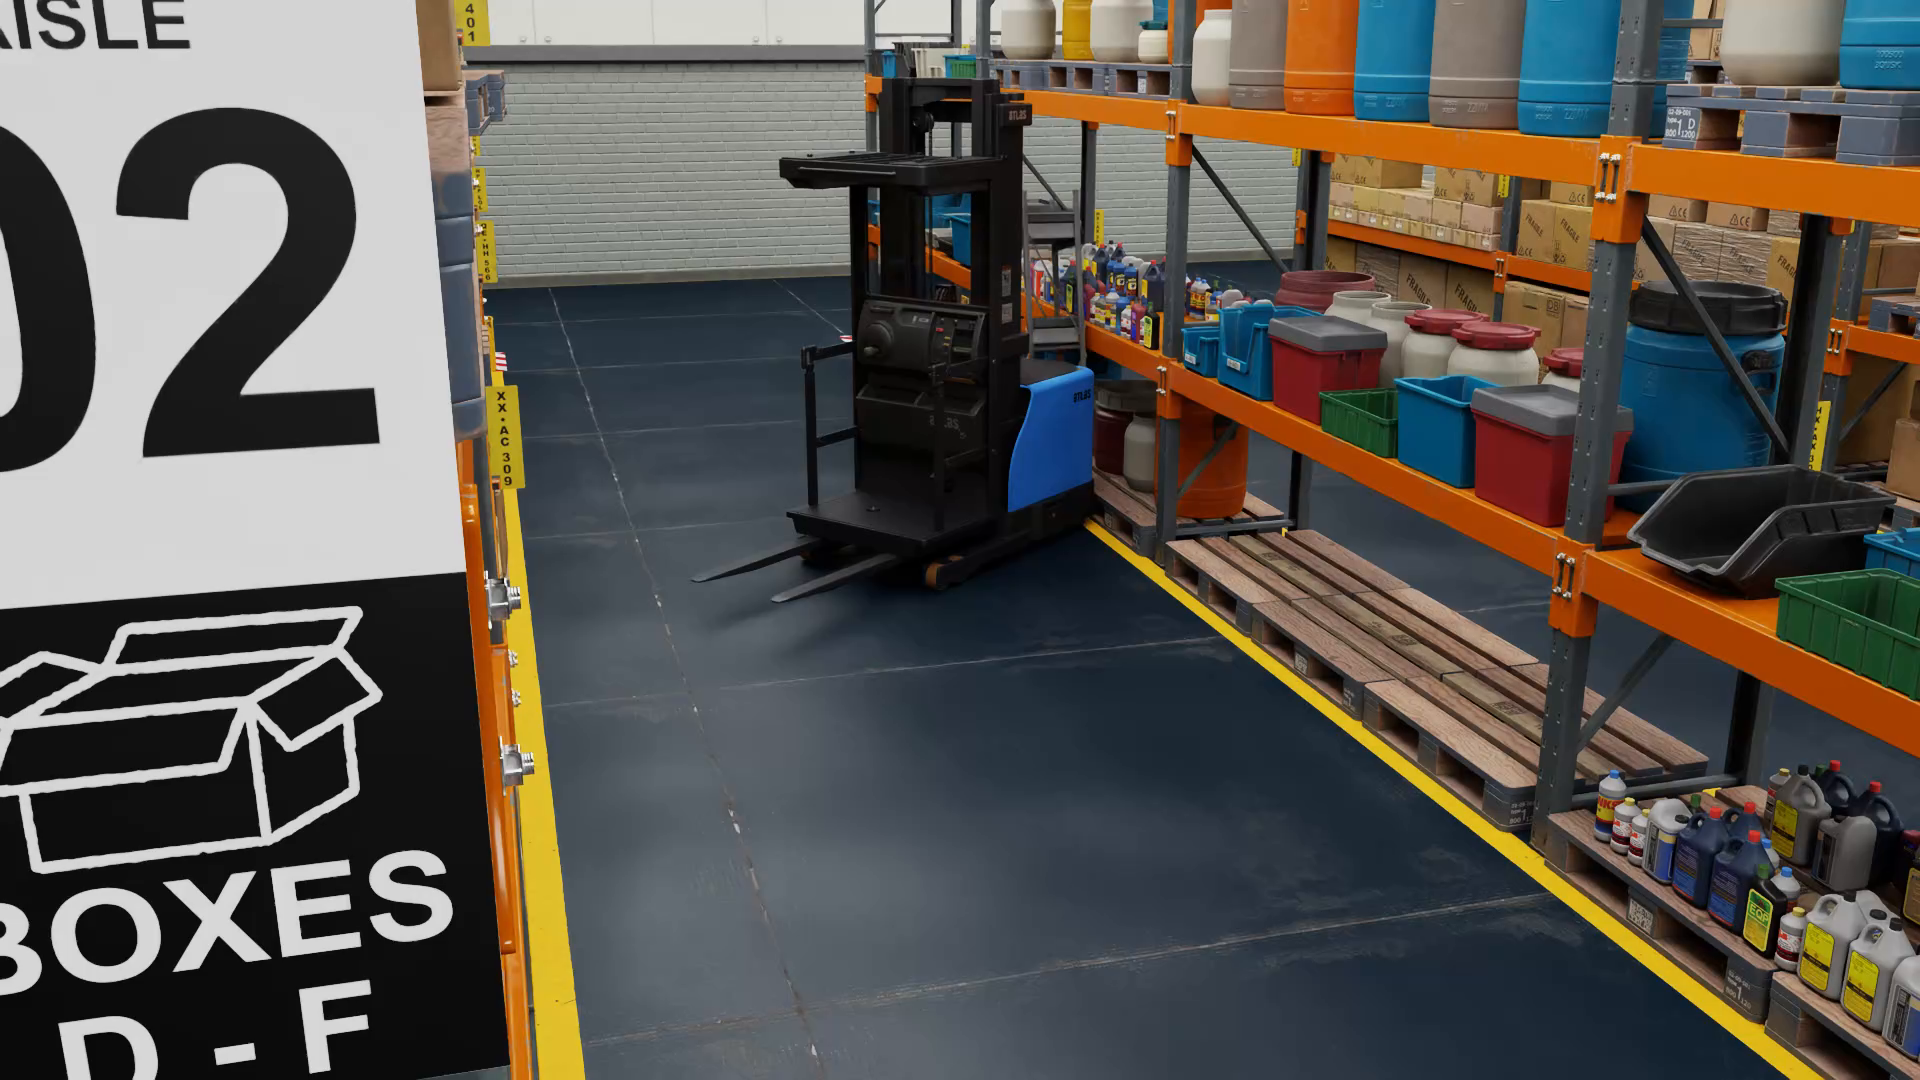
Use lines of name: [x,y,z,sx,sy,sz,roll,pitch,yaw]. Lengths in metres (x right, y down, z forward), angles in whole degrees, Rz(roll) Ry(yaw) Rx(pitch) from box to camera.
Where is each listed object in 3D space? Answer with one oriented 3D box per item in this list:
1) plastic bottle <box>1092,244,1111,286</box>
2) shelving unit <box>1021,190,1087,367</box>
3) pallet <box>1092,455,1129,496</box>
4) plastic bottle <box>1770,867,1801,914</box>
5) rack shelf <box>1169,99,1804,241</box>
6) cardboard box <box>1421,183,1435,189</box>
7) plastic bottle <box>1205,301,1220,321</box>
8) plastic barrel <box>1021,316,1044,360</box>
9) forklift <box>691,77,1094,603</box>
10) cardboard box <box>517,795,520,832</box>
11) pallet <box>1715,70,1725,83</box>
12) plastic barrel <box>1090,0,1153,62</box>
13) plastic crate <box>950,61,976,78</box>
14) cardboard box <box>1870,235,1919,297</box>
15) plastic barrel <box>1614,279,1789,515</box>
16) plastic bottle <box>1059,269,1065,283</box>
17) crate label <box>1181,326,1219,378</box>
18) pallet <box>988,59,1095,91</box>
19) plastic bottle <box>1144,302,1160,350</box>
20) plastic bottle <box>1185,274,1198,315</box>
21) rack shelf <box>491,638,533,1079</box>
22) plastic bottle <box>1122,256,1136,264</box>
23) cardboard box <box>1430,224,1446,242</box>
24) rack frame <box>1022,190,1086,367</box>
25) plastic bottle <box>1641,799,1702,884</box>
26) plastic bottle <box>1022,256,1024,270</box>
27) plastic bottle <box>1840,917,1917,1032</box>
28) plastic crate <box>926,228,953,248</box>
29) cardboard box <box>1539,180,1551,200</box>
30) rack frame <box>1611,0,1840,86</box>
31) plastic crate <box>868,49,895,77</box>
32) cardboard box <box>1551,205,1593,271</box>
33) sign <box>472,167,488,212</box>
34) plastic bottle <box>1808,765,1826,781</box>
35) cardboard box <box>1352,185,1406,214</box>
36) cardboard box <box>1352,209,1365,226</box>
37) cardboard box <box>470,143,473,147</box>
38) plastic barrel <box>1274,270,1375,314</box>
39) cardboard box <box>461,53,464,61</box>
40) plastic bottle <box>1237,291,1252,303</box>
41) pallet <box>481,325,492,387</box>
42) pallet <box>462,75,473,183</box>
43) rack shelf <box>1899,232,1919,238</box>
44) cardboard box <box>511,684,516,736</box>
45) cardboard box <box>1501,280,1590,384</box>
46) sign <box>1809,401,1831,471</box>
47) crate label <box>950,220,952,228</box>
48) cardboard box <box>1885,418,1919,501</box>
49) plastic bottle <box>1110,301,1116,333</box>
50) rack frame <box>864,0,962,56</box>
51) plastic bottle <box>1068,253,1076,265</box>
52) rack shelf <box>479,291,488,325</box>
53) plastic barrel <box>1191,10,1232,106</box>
plastic bottle: [1.102,-2.108,12.841,0.144,0.351,0.185,-5,17,-15]
shelving unit: [0.587,-1.310,11.439,0.431,2.100,0.503,-4,5,-16]
pallet: [1.133,-0.532,12.356,1.003,0.211,1.213,-5,17,-15]
plastic bottle: [2.772,1.233,5.613,0.097,0.271,0.097,0,17,0]
rack shelf: [2.271,-1.855,7.949,1.077,0.370,4.000,-5,17,-15]
cardboard box: [4.953,-3.597,17.456,0.500,0.250,0.500,-5,18,-17]
plastic bottle: [1.672,-1.479,11.007,0.097,0.201,0.097,0,17,0]
plastic barrel: [0.756,-1.467,13.538,0.600,0.901,0.708,-5,17,-15]
forklift: [-0.367,-1.259,10.048,1.130,2.935,3.031,12,20,34]
cardboard box: [-1.954,1.024,6.378,0.500,0.250,0.500,-4,17,-14]
pallet: [5.684,-3.909,13.870,0.805,0.209,1.217,-5,18,-17]
plastic barrel: [1.090,-3.497,11.200,0.433,0.535,0.433,0,17,0]
plastic crate: [0.216,-3.851,13.712,0.450,0.188,0.662,-5,17,-15]
cardboard box: [6.612,-1.911,11.927,0.500,0.500,0.500,-4,17,-14]
plastic barrel: [3.006,-0.580,6.799,0.600,0.901,0.708,-5,17,-15]
plastic bottle: [0.734,-1.821,12.024,0.097,0.271,0.097,0,17,0]
crate label: [1.477,-1.090,9.656,0.303,0.233,0.416,-5,17,-15]
pallet: [0.932,-3.559,12.702,1.213,0.211,1.003,-5,17,-15]
plastic bottle: [1.200,-1.338,10.396,0.061,0.283,0.133,-5,17,-15]
plastic bottle: [1.640,-1.728,11.695,0.061,0.283,0.133,-5,17,-15]
rack shelf: [-1.393,1.079,3.397,1.077,0.370,4.000,-5,17,-15]
plastic bottle: [1.281,-2.039,12.741,0.152,0.276,0.135,-5,17,-15]
cardboard box: [4.774,-2.965,16.047,0.380,0.149,0.250,-4,17,-14]
rack frame: [0.654,-1.293,11.205,0.400,2.100,0.015,-4,5,-16]
plastic bottle: [2.602,1.094,6.064,0.152,0.276,0.135,-4,17,-13]
plastic bottle: [0.490,-2.067,12.843,0.097,0.271,0.097,0,17,0]
plastic bottle: [2.864,1.326,5.164,0.144,0.351,0.185,-4,17,-13]
plastic crate: [-0.145,-2.783,15.356,0.293,0.136,0.466,-5,17,-15]
cardboard box: [5.499,-3.396,15.485,0.500,0.500,0.500,-5,17,-15]
rack frame: [2.821,-3.083,5.572,1.000,3.000,0.127,-5,17,-15]
plastic crate: [-0.639,-4.774,16.645,0.497,0.269,0.590,-5,17,-15]
cardboard box: [5.410,-2.576,14.139,0.500,0.500,0.500,-5,17,-15]
sign: [-3.608,-2.631,12.485,0.100,0.325,0.005,-5,17,-15]
plastic bottle: [3.271,0.988,6.407,0.061,0.283,0.133,-4,17,-12]
cardboard box: [4.442,-3.554,17.314,0.500,0.250,0.500,-5,18,-17]
cardboard box: [4.350,-3.392,17.466,0.380,0.149,0.250,-5,17,-16]
cardboard box: [-4.426,-3.139,14.275,0.500,0.500,0.500,-4,17,-14]
plastic barrel: [2.141,-1.277,9.752,0.600,0.536,0.708,-5,17,-15]
cardboard box: [-4.569,-4.105,14.451,0.500,0.250,0.500,-5,17,-15]
plastic bottle: [1.867,-1.500,10.934,0.061,0.283,0.133,-5,17,-15]
pallet: [-3.296,-1.015,9.452,1.213,0.211,1.003,-5,17,-15]
pallet: [-1.683,-0.979,3.938,1.003,0.211,1.213,-5,17,-15]
rack shelf: [9.632,-3.387,18.263,1.077,0.370,4.000,-5,17,-15]
cardboard box: [-2.093,0.612,6.774,0.500,0.311,0.500,-5,18,-17]
cardboard box: [5.580,-1.822,14.767,1.225,0.875,0.875,-5,17,-15]
sign: [3.353,-0.382,6.530,0.100,0.325,0.005,-5,17,-15]
crate label: [0.087,-3.064,16.291,0.396,0.136,0.243,-5,17,-15]
cardboard box: [6.687,-0.537,11.107,0.700,0.500,0.500,-6,18,-18]
plastic bottle: [1.043,-1.477,11.000,0.097,0.201,0.097,0,17,0]
rack frame: [-0.477,-6.402,16.622,1.000,3.000,0.127,-5,17,-15]
plastic bottle: [0.927,-2.229,13.503,0.097,0.201,0.097,0,17,0]
rack shelf: [-3.591,-1.134,10.764,1.077,0.370,4.000,-5,17,-15]
plastic barrel: [1.513,-2.696,9.304,0.421,0.512,0.421,0,17,0]
